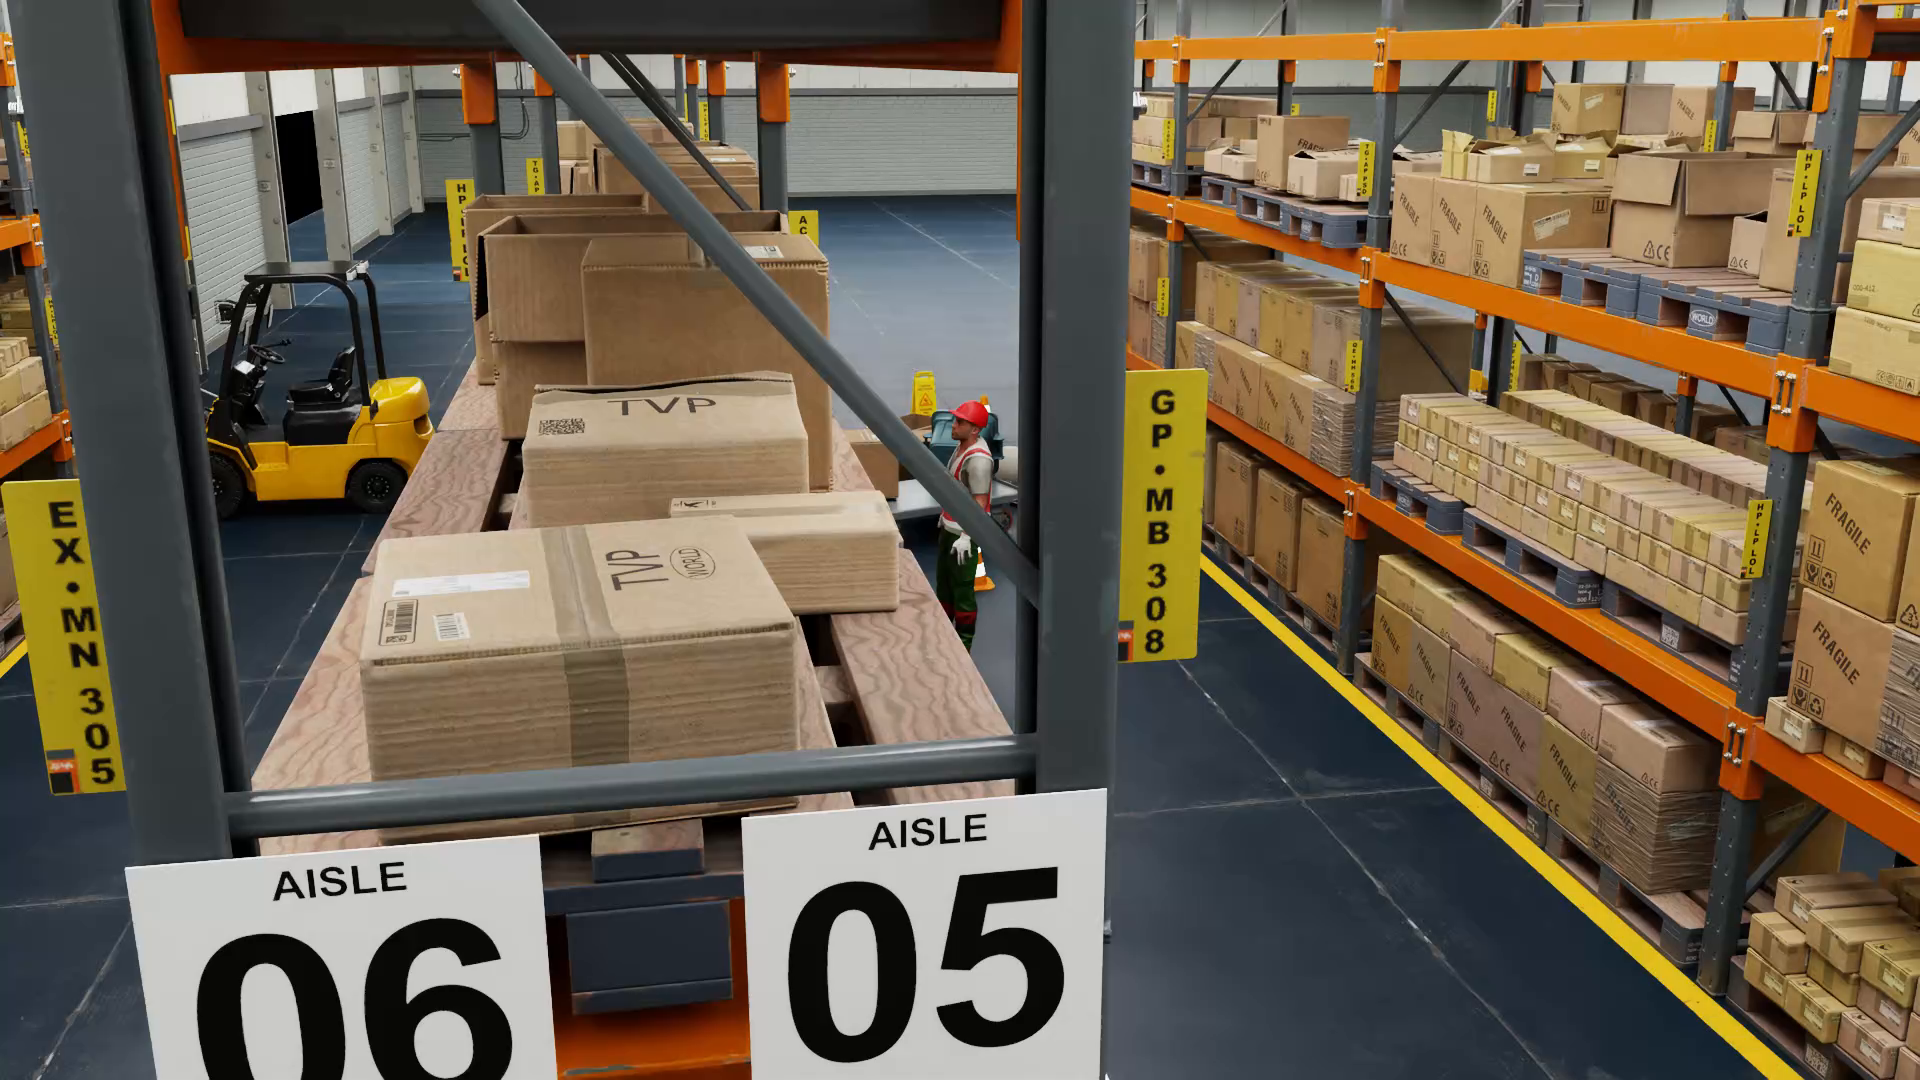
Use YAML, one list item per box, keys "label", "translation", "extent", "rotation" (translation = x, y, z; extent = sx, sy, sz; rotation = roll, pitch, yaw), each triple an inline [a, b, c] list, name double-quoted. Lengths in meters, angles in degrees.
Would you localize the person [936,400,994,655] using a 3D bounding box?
- label: "person"
  translation: [-0.065, -0.065, 11.182]
  extent: [0.564, 1.787, 0.638]
  rotation: [-3, 16, -10]
